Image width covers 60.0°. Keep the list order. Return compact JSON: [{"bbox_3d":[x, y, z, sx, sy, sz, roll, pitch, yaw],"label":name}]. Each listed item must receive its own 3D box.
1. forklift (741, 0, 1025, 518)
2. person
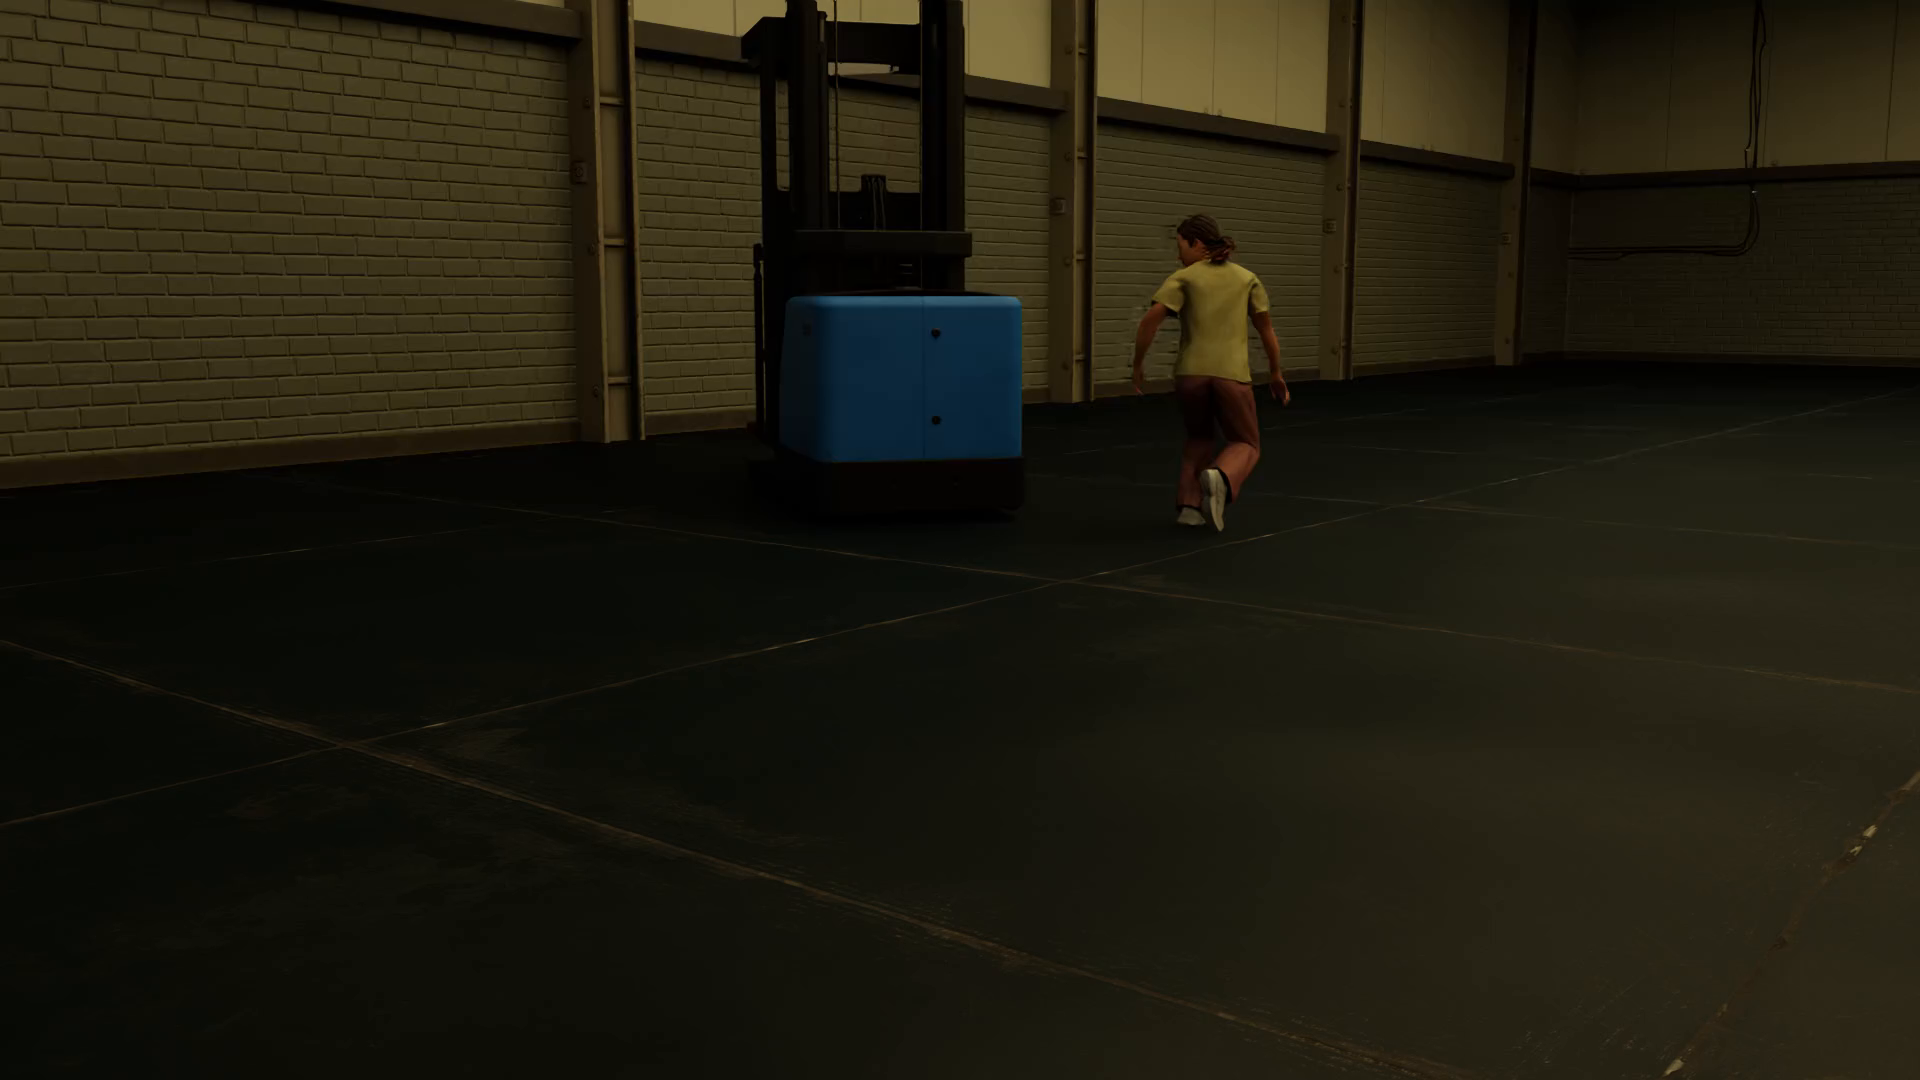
[{"bbox_3d":[-0.578,-1.731,9.109,1.130,2.935,3.031,-2,9,-16],"label":"forklift"},{"bbox_3d":[1.171,-0.779,7.743,0.740,1.472,0.631,1,8,9],"label":"person"}]
